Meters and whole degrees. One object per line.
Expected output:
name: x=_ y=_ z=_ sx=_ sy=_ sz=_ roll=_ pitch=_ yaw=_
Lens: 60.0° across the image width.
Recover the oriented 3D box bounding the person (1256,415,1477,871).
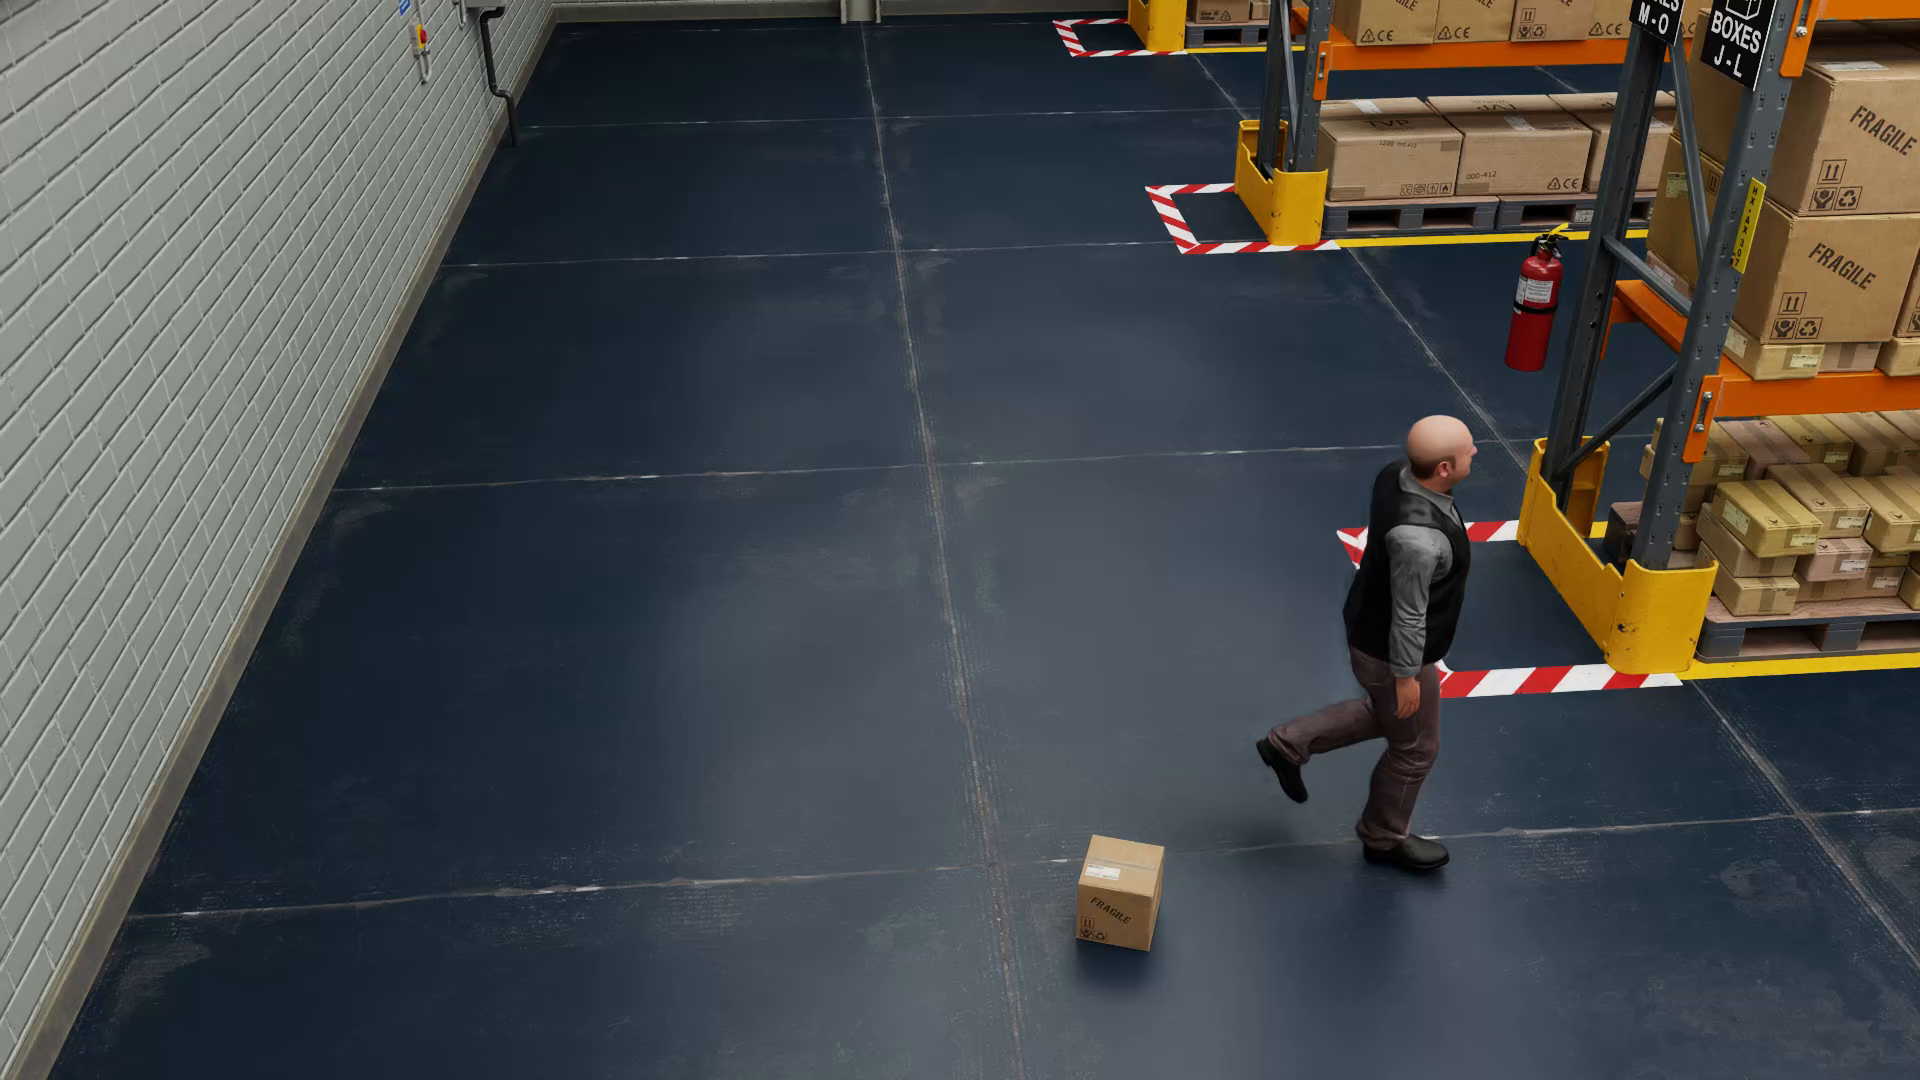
person: x=1.399 y=0.329 z=5.596 sx=0.695 sy=1.708 sz=0.540 roll=4 pitch=31 yaw=7
